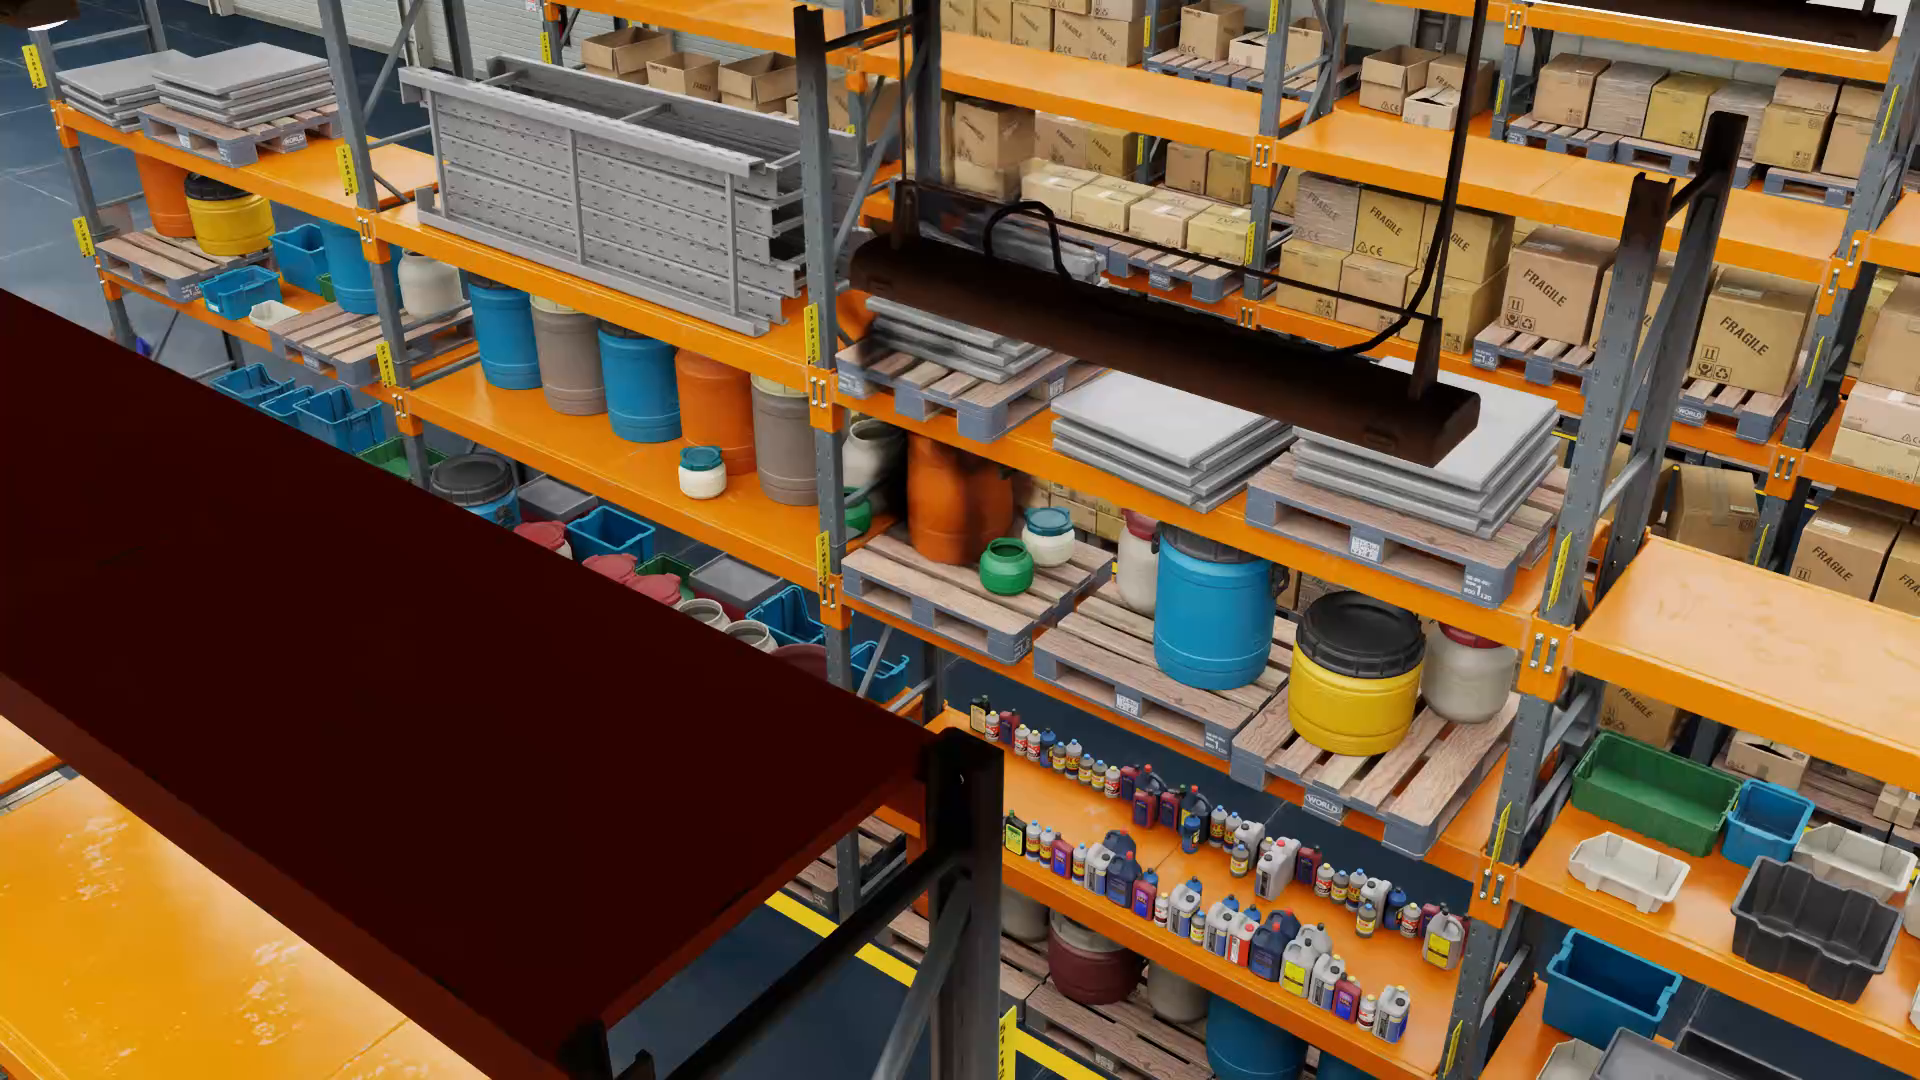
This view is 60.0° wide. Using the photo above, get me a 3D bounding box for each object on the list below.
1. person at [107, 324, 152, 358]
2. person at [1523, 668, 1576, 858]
[{"bbox_3d":[-7.845,-1.395,16.051,0.697,1.613,0.618,-9,33,-15],"label":"person"},{"bbox_3d":[3.791,1.437,10.960,0.731,1.743,0.662,12,34,19],"label":"person"}]
